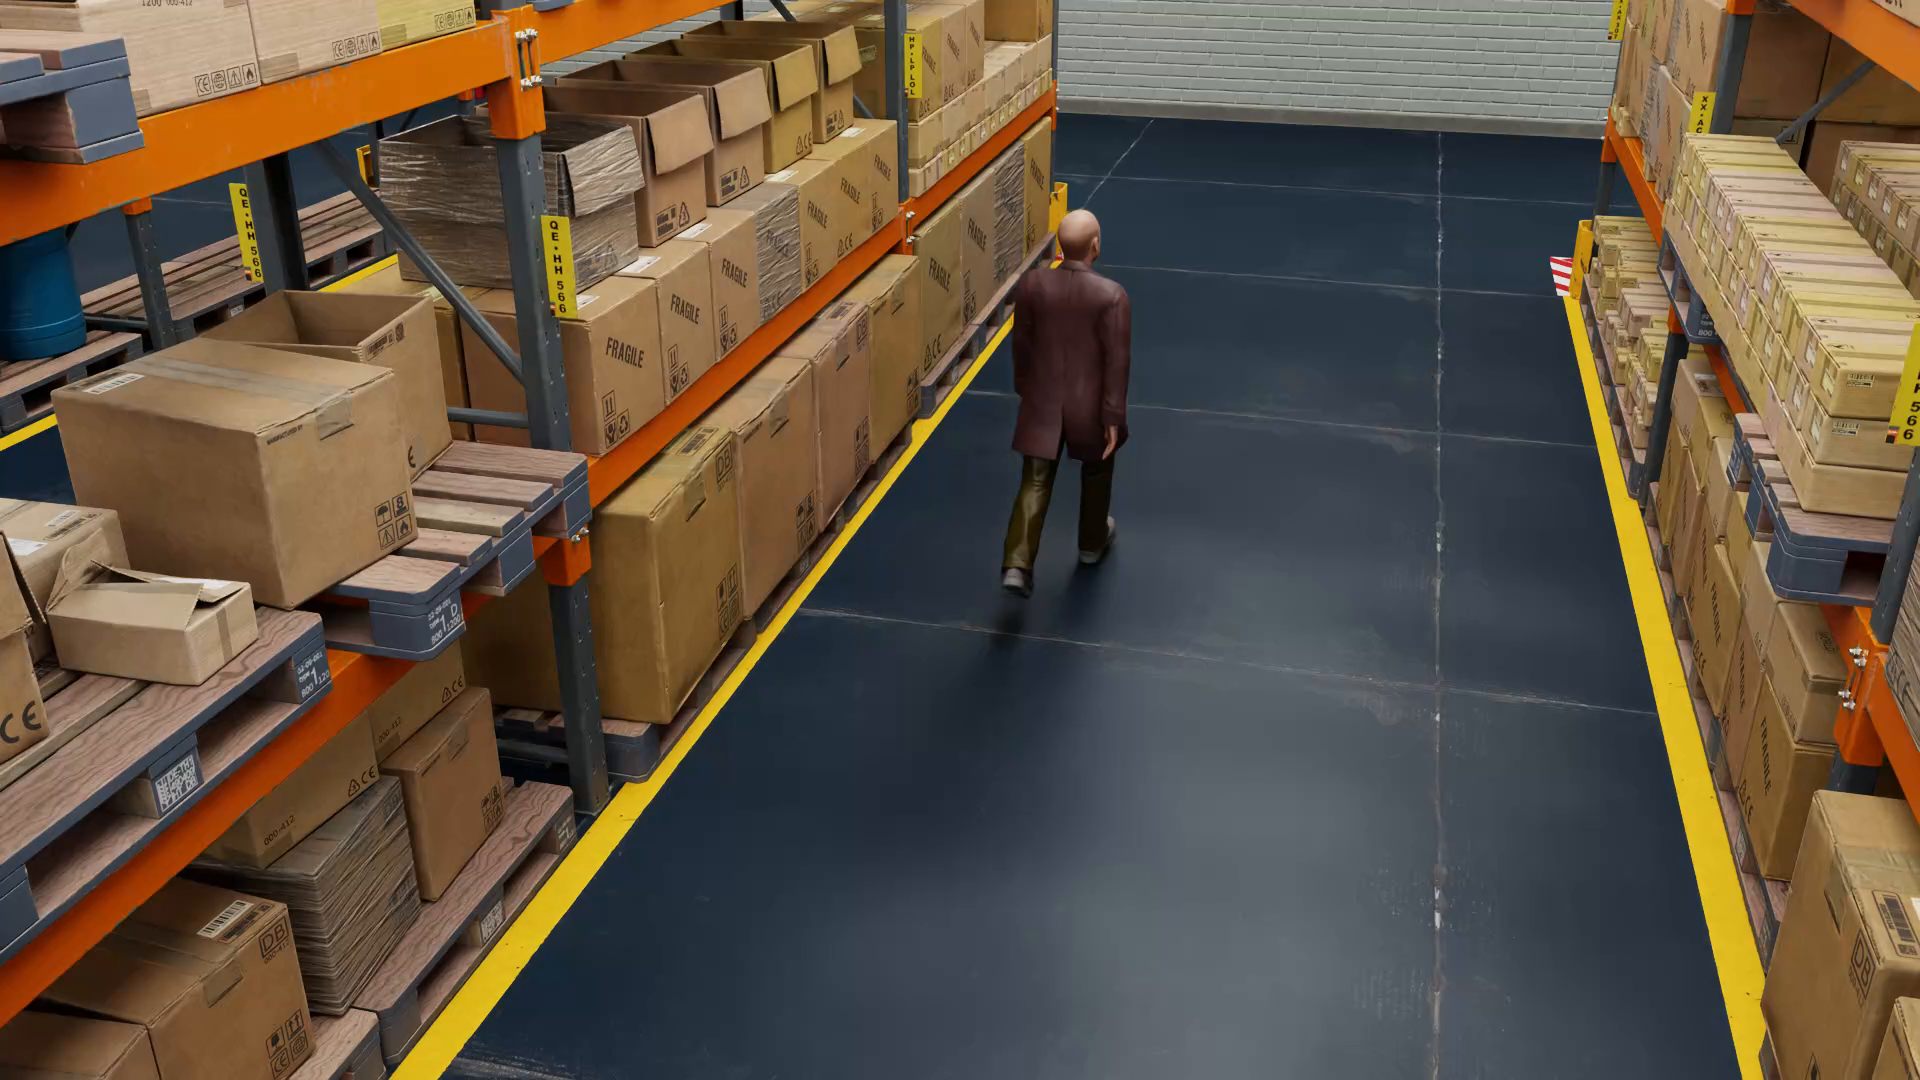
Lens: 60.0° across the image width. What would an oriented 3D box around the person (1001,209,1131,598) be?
[{"bbox_3d":[0.478,-0.598,7.406,0.576,1.733,1.132,8,26,16],"label":"person"}]
